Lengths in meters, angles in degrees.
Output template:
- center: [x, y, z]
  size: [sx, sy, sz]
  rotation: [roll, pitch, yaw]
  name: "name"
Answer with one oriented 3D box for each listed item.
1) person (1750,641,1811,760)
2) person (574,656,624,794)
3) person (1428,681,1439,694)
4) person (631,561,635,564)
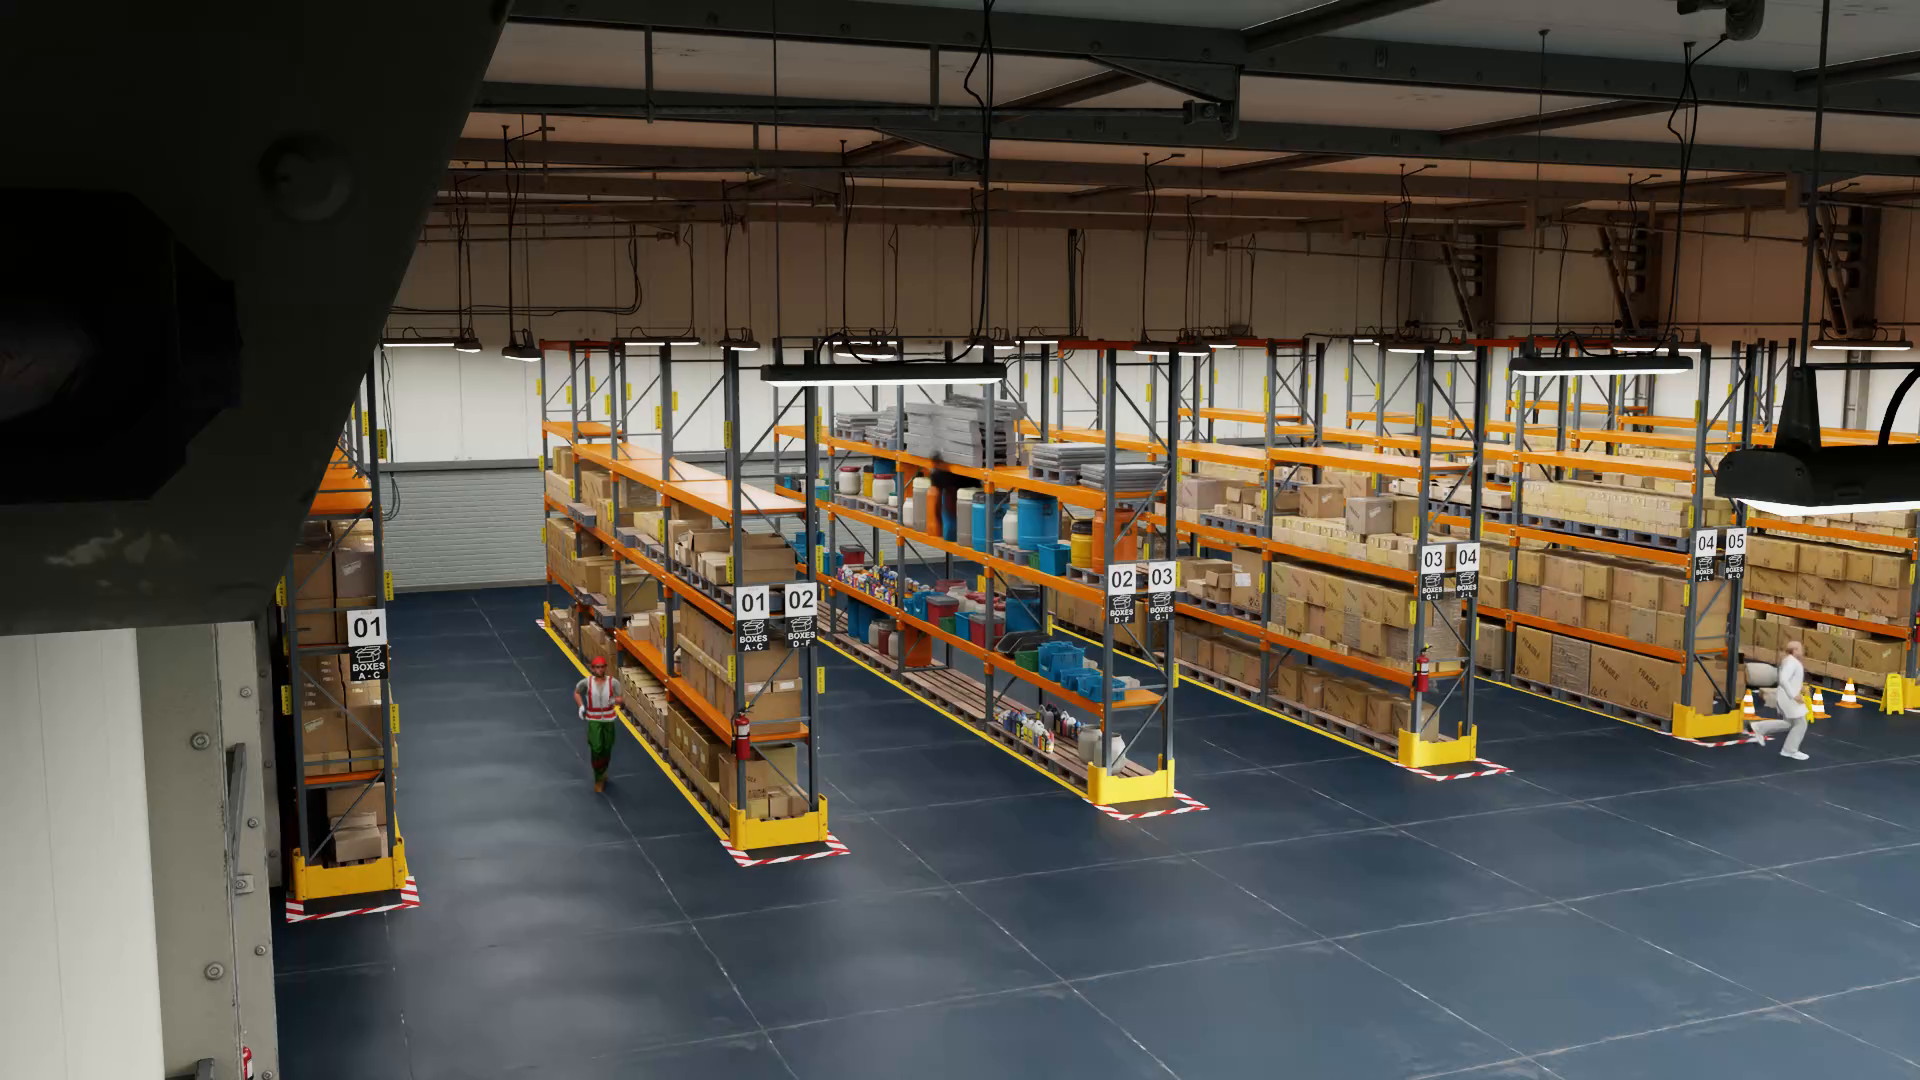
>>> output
- center: [12.035, 2.361, 24.334]
  size: [0.795, 1.660, 0.695]
  rotation: [3, 8, 21]
  name: "person"
- center: [-4.898, 2.502, 22.691]
  size: [0.631, 1.844, 0.735]
  rotation: [-3, 8, -21]
  name: "person"
- center: [8.021, 1.786, 28.551]
  size: [0.553, 1.727, 0.714]
  rotation: [-5, 9, -33]
  name: "person"
- center: [-7.072, 0.847, 35.962]
  size: [0.585, 1.678, 0.714]
  rotation: [1, 8, 10]
  name: "person"
